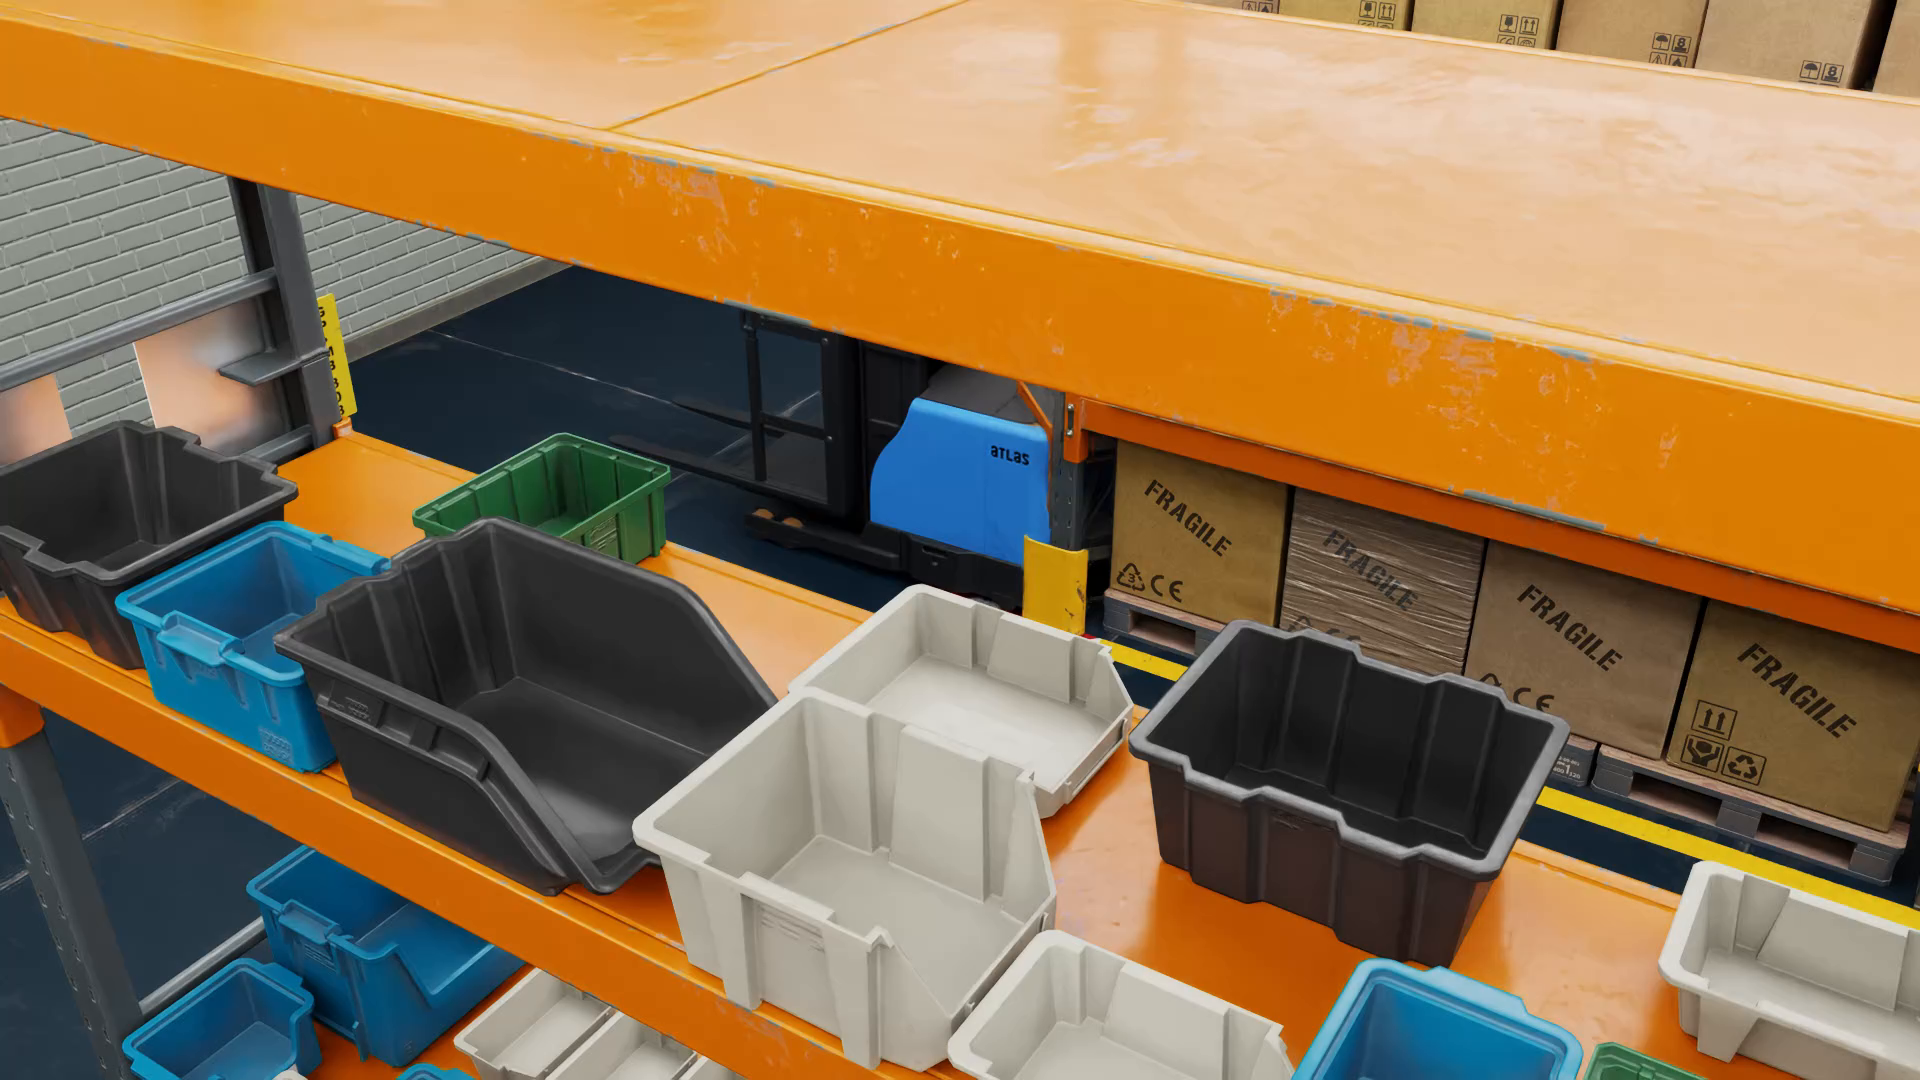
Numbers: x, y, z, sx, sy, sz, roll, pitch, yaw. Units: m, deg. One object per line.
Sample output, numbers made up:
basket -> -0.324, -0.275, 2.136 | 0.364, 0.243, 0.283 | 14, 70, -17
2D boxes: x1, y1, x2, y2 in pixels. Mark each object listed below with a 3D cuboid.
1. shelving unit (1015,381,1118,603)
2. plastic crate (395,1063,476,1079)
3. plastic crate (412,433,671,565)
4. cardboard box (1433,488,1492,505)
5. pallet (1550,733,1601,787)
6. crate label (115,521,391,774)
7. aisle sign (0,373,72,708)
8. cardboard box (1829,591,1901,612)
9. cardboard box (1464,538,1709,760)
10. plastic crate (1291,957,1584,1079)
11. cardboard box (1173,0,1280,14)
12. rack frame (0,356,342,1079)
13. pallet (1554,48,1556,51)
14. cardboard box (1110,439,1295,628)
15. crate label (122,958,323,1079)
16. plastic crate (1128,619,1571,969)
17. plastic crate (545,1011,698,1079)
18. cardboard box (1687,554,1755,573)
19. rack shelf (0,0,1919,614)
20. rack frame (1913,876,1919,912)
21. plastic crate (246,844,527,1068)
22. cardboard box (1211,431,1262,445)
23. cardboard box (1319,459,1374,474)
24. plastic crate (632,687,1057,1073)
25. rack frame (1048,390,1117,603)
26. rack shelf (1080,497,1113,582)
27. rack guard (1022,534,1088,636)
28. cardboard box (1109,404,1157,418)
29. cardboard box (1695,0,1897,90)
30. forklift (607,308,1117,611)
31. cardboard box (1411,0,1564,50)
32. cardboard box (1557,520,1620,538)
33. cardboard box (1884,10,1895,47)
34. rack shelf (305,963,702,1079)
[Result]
shelving unit -> 0.555, -0.528, 8.283 | 0.431, 2.100, 0.503 | -11, 40, -14
plastic crate -> -1.271, 1.468, 3.864 | 0.300, 0.233, 0.416 | 18, 35, 27
plastic crate -> -0.875, -0.024, 3.547 | 0.336, 0.188, 0.450 | 18, 35, 27
cardboard box -> 2.199, -0.320, 7.071 | 0.250, 0.149, 0.380 | 17, 34, 26
pallet -> 2.518, 0.637, 7.949 | 1.213, 0.211, 1.003 | 18, 35, 27
crate label -> -1.253, 0.192, 3.115 | 0.502, 0.251, 0.408 | 18, 35, 27
aisle sign -> -2.082, 0.023, 3.654 | 0.004, 0.787, 0.394 | 18, 35, 27
cardboard box -> 3.507, 0.094, 6.362 | 0.250, 0.149, 0.380 | 18, 35, 28
cardboard box -> 2.880, 0.280, 7.485 | 0.875, 0.875, 0.875 | 18, 35, 27
plastic crate -> 0.584, 0.779, 2.128 | 0.300, 0.233, 0.416 | 18, 35, 27
cardboard box -> 1.239, -2.523, 7.006 | 0.500, 0.500, 0.700 | 15, 34, 24
rack frame -> -1.863, 1.038, 4.494 | 0.127, 3.000, 1.000 | 18, 35, 27
pallet -> 2.442, -1.812, 6.491 | 1.213, 0.211, 1.003 | 18, 35, 27
cardboard box -> 1.355, -0.202, 8.311 | 0.875, 0.875, 0.875 | 18, 35, 27
crate label -> -1.829, 1.291, 4.166 | 0.303, 0.233, 0.416 | 18, 35, 27
plastic crate -> 0.619, 0.421, 2.705 | 0.590, 0.269, 0.497 | 18, 35, 27
plastic crate -> -0.838, 1.351, 4.159 | 0.243, 0.136, 0.396 | 18, 35, 27
cardboard box -> 3.073, -0.044, 6.598 | 0.250, 0.149, 0.380 | 18, 35, 28
rack shelf -> -0.169, -0.534, 2.346 | 4.000, 0.370, 1.077 | 18, 35, 27
rack frame -> 4.158, -0.004, 6.280 | 0.127, 3.000, 1.000 | 18, 35, 27
plastic crate -> -1.480, 1.007, 4.453 | 0.499, 0.435, 0.616 | 18, 35, 27
cardboard box -> 1.331, -0.595, 7.542 | 0.250, 0.149, 0.380 | 17, 34, 26
cardboard box -> 1.767, -0.457, 7.306 | 0.250, 0.149, 0.380 | 17, 34, 26
plastic crate -> -0.150, 0.519, 2.524 | 0.530, 0.282, 0.437 | 18, 35, 27
rack frame -> 0.631, -0.383, 8.103 | 0.400, 2.100, 0.015 | -11, 40, -14
rack shelf -> 0.548, 0.030, 8.728 | 0.431, 0.518, 0.480 | -11, 40, -14
rack guard -> 0.750, -0.002, 8.758 | 0.348, 0.500, 1.175 | 18, 35, 27
cardboard box -> 0.896, -0.731, 7.776 | 0.250, 0.149, 0.380 | 18, 35, 28
cardboard box -> 3.010, -1.898, 5.934 | 0.500, 0.500, 0.700 | 19, 35, 30
forklift -> -0.611, -1.433, 8.798 | 3.031, 2.935, 1.130 | 16, 34, 26
cardboard box -> 2.116, -2.203, 6.457 | 0.500, 0.500, 0.700 | 15, 34, 24
cardboard box -> 2.637, -0.182, 6.834 | 0.250, 0.149, 0.380 | 17, 34, 27
cardboard box -> 5.472, -2.987, 10.007 | 0.500, 0.500, 0.500 | 19, 35, 29
rack shelf -> -0.169, 1.885, 3.757 | 4.000, 0.370, 1.077 | 18, 35, 27
